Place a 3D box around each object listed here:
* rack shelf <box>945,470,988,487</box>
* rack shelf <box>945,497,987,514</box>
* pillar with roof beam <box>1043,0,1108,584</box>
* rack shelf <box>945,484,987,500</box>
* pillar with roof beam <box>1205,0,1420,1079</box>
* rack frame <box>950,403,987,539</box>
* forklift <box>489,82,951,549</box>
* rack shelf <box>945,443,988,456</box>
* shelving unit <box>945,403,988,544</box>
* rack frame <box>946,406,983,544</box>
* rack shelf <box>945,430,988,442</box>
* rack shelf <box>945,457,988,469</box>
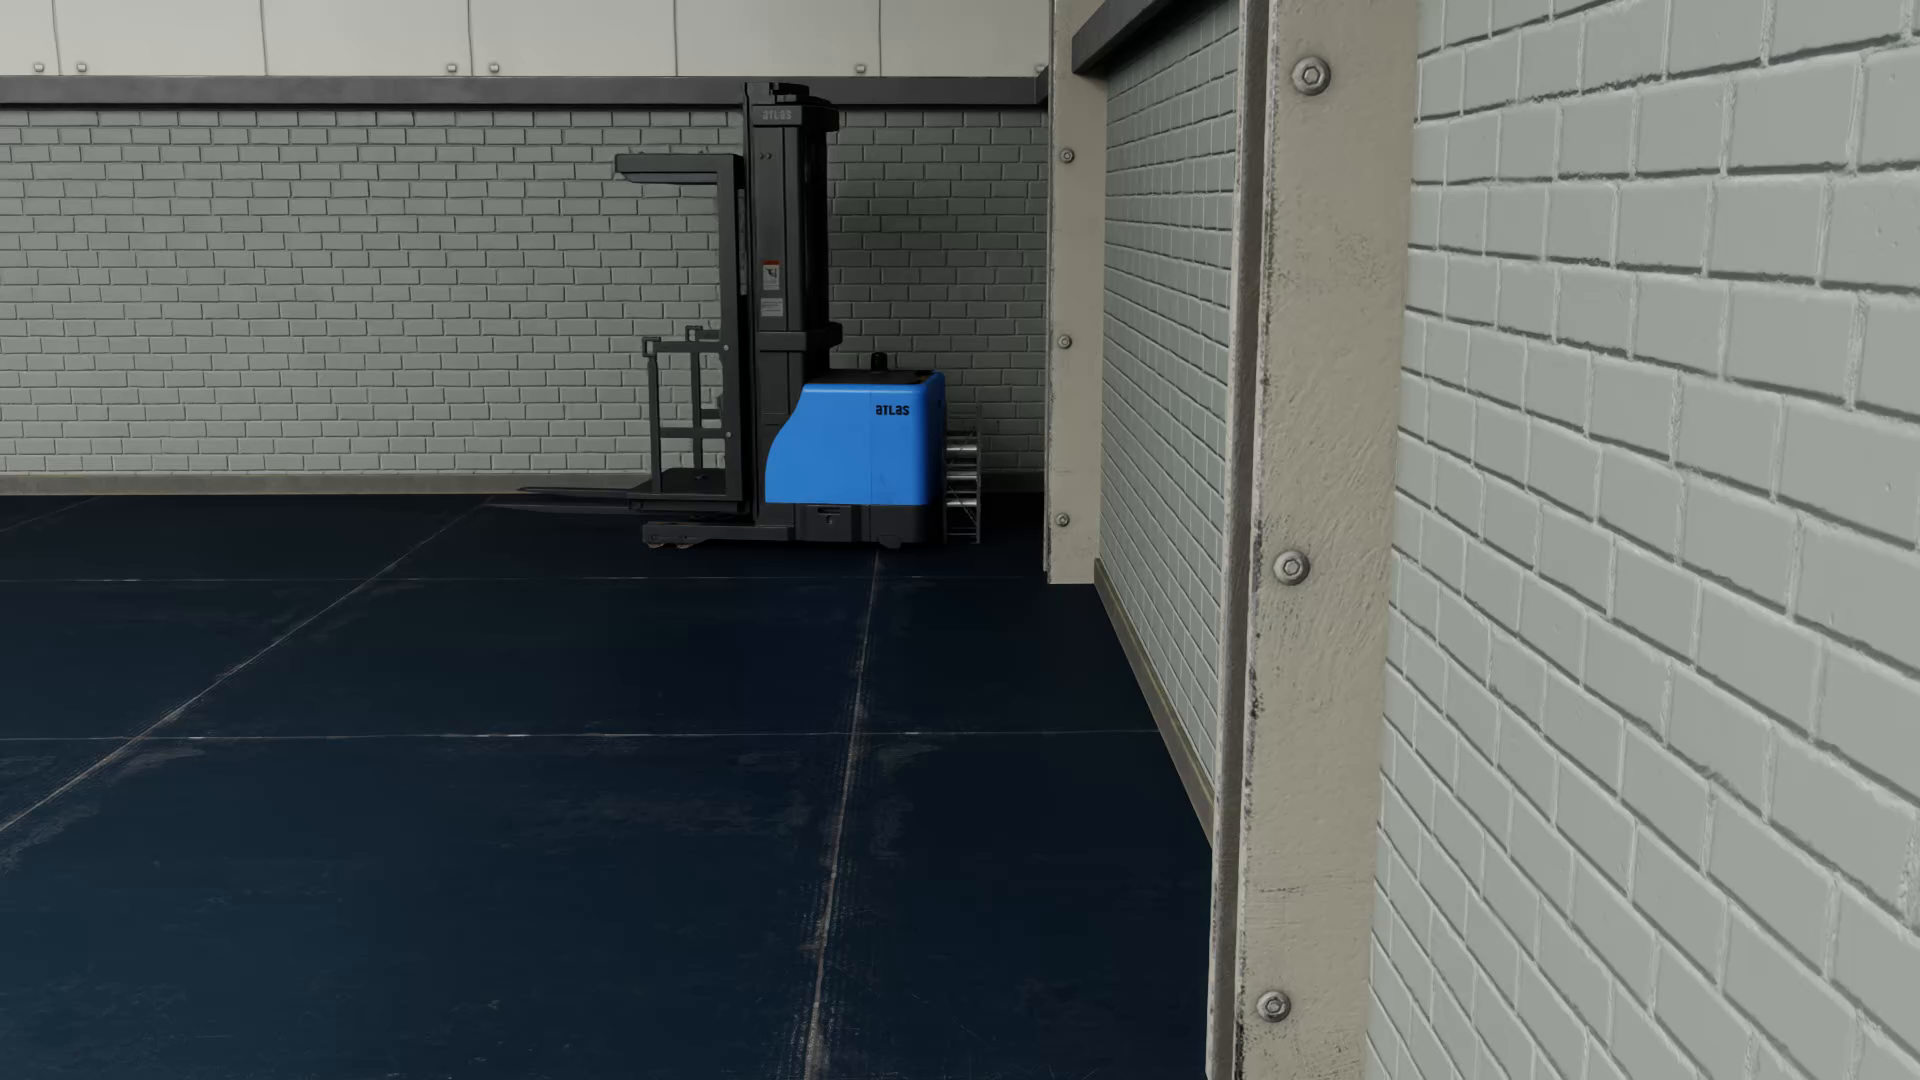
[{"bbox_3d":[0.041,-0.407,10.952,0.258,0.077,0.200,2,10,8],"label":"rack shelf"},{"bbox_3d":[0.040,-0.230,10.984,0.258,0.077,0.200,2,10,8],"label":"rack shelf"},{"bbox_3d":[-3.635,-4.176,9.009,9.100,9.000,0.400,0,11,-1],"label":"pillar with roof beam"},{"bbox_3d":[0.041,-0.318,10.968,0.258,0.077,0.200,2,10,8],"label":"rack shelf"},{"bbox_3d":[-3.511,-2.983,3.130,9.100,9.000,0.400,0,11,-1],"label":"pillar with roof beam"},{"bbox_3d":[0.056,-0.457,11.046,0.240,0.900,0.006,2,10,8],"label":"rack frame"},{"bbox_3d":[-1.606,-1.483,10.996,3.031,2.935,1.130,1,12,7],"label":"forklift"},{"bbox_3d":[0.043,-0.584,10.921,0.258,0.077,0.200,2,10,8],"label":"rack shelf"},{"bbox_3d":[0.042,-0.440,10.947,0.258,0.900,0.210,2,10,8],"label":"shelving unit"},{"bbox_3d":[0.028,-0.422,10.847,0.240,0.900,0.006,2,10,8],"label":"rack frame"},{"bbox_3d":[0.043,-0.673,10.905,0.258,0.077,0.200,2,10,8],"label":"rack shelf"},{"bbox_3d":[0.042,-0.495,10.937,0.258,0.077,0.200,2,10,8],"label":"rack shelf"}]
